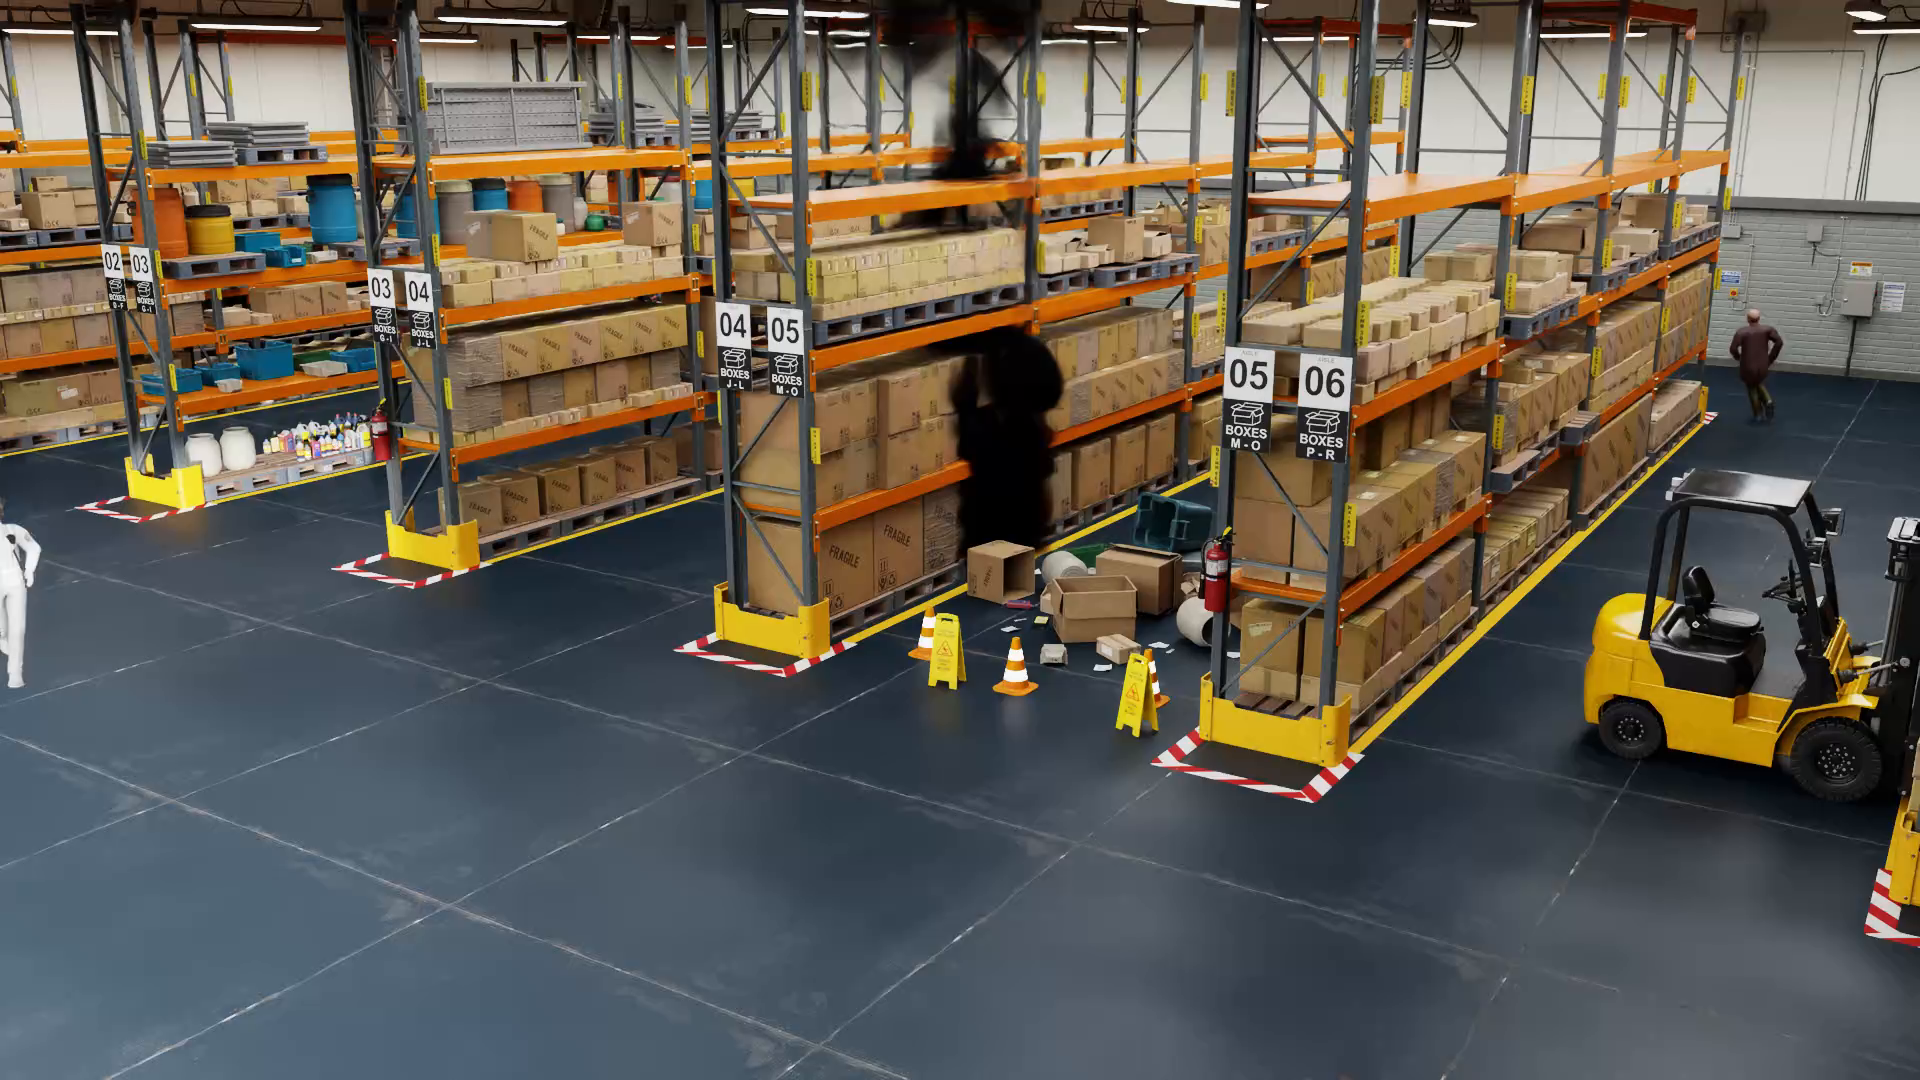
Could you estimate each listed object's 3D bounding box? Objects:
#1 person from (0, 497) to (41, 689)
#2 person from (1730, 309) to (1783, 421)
[{"bbox_3d":[-8.431,0.412,14.689,0.628,1.683,0.775,-8,17,-26],"label":"person"},{"bbox_3d":[12.289,-2.726,25.796,0.740,1.719,0.586,1,16,3],"label":"person"}]
